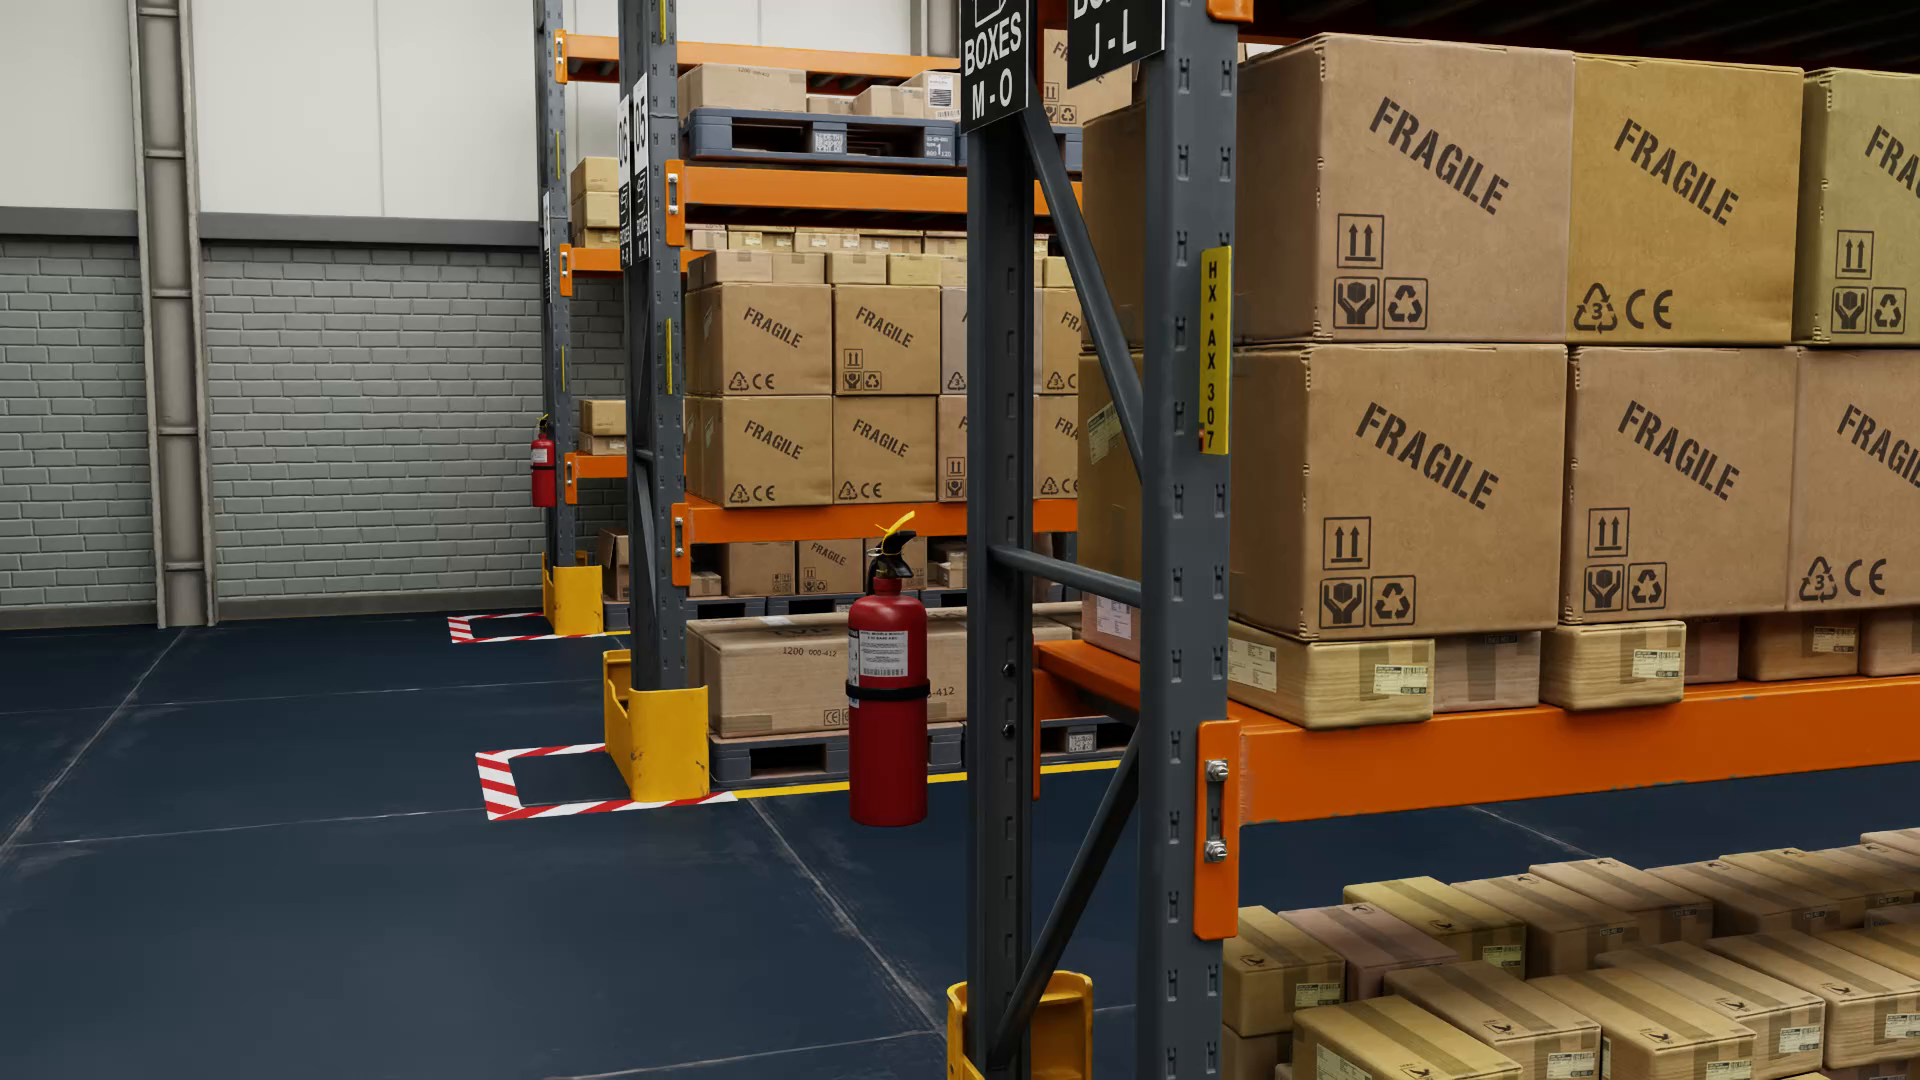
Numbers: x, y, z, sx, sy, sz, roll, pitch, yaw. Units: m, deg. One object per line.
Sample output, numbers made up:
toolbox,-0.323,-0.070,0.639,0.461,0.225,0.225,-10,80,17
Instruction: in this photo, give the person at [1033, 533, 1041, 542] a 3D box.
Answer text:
person,0.459,-0.418,11.127,0.342,1.024,0.526,-2,6,-17
